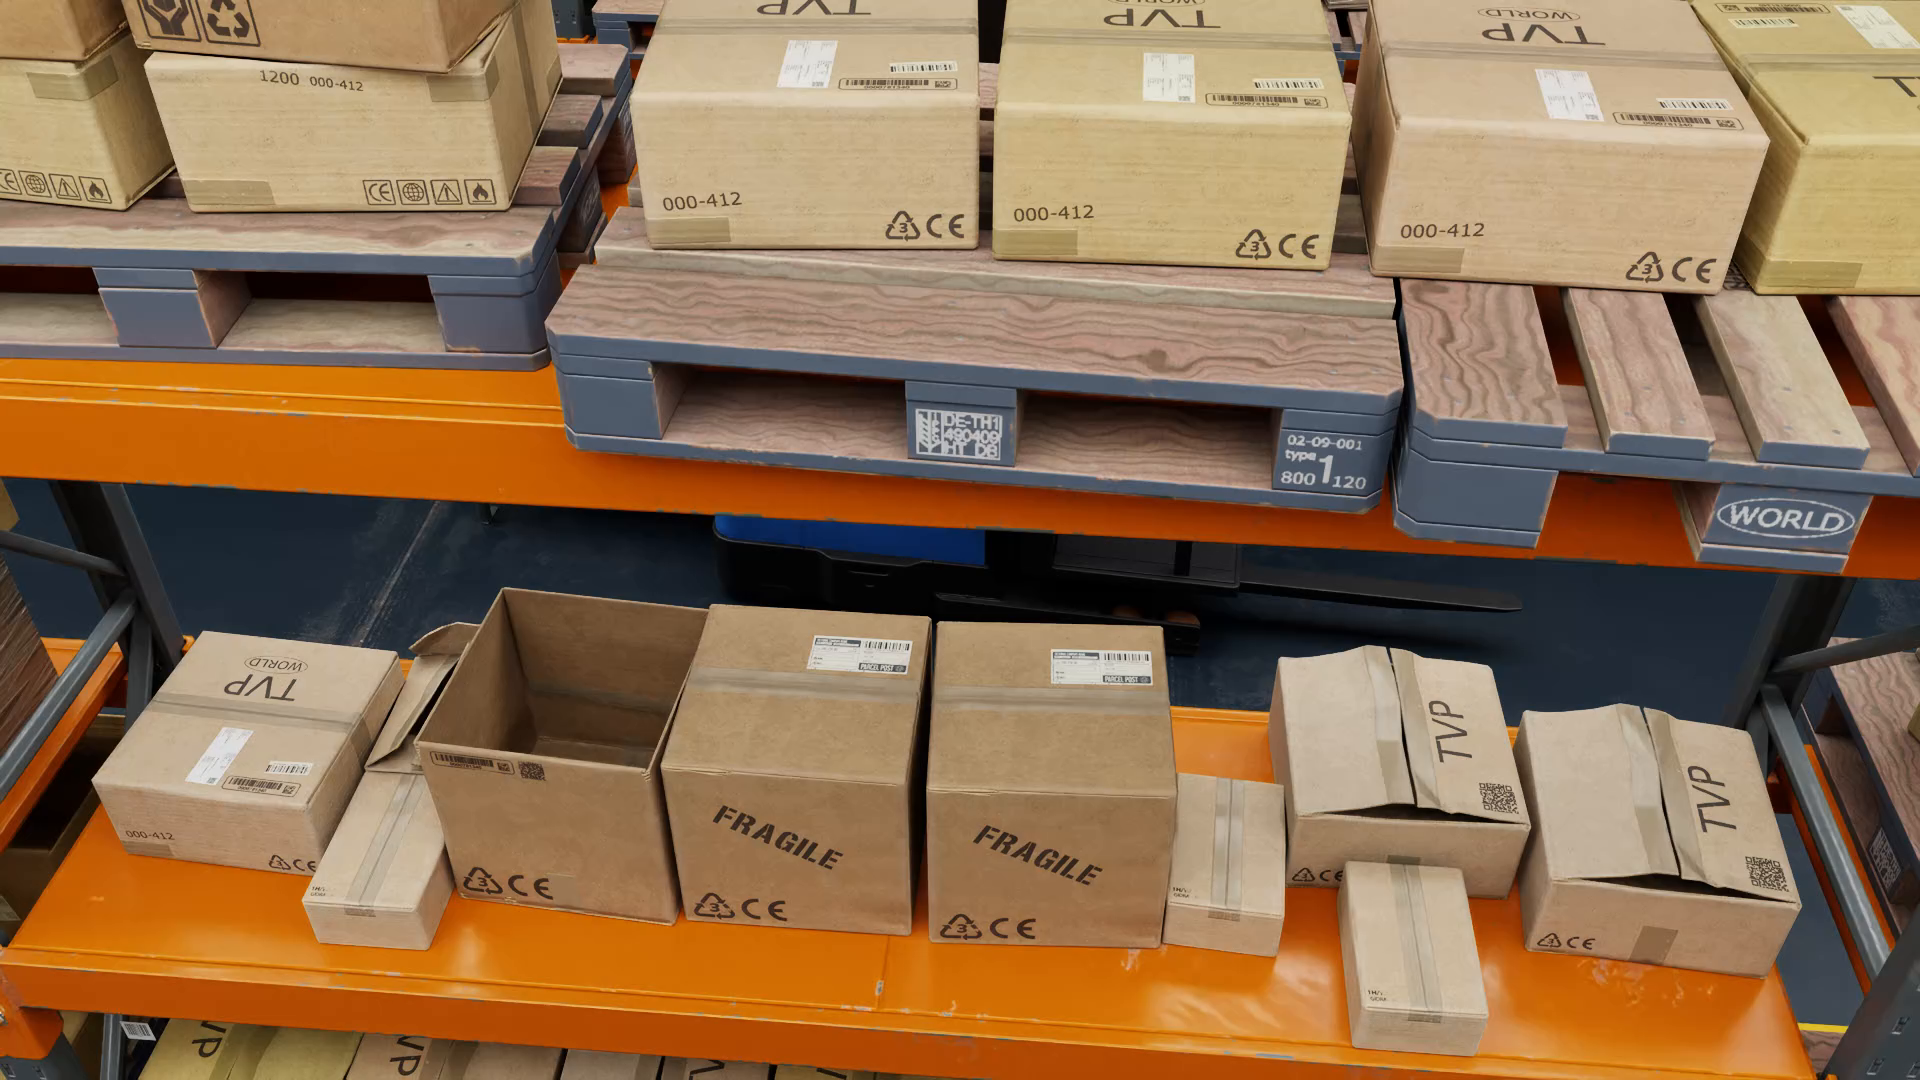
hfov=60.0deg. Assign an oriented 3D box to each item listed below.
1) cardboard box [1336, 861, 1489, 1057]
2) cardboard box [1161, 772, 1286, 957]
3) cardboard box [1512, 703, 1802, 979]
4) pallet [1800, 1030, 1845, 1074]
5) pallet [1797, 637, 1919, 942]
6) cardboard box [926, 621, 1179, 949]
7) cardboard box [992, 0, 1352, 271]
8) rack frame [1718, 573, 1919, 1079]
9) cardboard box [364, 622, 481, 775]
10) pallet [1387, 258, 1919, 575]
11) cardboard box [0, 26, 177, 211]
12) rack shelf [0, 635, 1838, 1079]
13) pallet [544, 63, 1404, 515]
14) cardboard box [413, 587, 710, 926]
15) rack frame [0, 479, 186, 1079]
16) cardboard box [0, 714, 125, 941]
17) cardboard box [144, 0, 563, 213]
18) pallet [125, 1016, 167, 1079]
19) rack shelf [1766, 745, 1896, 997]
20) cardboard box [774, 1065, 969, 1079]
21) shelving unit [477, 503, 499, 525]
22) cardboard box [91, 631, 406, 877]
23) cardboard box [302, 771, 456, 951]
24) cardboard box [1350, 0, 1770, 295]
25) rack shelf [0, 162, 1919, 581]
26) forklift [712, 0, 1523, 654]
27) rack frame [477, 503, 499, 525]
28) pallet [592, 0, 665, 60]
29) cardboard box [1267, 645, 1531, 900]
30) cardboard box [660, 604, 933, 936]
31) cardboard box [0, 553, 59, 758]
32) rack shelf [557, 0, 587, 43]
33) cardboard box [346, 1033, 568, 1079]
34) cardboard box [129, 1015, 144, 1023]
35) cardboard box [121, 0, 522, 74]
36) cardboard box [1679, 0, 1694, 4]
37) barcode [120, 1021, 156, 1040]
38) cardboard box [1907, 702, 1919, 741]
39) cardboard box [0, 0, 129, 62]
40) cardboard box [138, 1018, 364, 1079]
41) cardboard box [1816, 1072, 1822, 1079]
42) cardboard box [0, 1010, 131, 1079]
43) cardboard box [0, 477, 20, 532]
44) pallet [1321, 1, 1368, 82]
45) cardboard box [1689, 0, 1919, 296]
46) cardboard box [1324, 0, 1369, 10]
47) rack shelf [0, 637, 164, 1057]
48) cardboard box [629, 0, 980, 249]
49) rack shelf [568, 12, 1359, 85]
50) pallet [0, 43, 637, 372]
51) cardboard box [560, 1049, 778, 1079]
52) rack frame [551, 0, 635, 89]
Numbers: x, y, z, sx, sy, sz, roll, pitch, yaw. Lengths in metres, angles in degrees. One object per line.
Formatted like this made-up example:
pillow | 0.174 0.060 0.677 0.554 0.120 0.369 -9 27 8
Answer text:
cardboard box | 0.944 0.874 3.499 0.250 0.149 0.380 3 39 4
cardboard box | 0.588 0.715 3.694 0.250 0.149 0.380 6 40 7
cardboard box | 1.505 0.639 3.659 0.500 0.311 0.500 5 39 7
pallet | 2.604 1.798 4.374 1.213 0.211 1.003 3 39 4
pallet | 2.545 0.719 3.642 1.003 0.211 1.213 3 39 4
cardboard box | 0.191 0.532 3.641 0.500 0.500 0.500 1 39 1
cardboard box | 0.314 -0.661 2.596 0.500 0.250 0.500 2 39 3
rack frame | 1.864 0.652 3.573 0.127 3.000 1.000 3 39 4
cardboard box | -1.230 0.419 3.966 0.258 0.266 0.396 2 39 3
pallet | 1.180 -0.419 2.662 1.003 0.211 1.213 5 39 6
cardboard box | -1.508 -0.794 2.760 0.500 0.250 0.500 7 40 8
rack shelf | -0.129 0.822 3.934 4.000 0.370 1.077 3 39 4
pallet | 0.066 -0.478 2.734 1.213 0.211 1.003 5 39 6
cardboard box | -0.833 0.476 3.710 0.500 0.500 0.500 6 40 7
rack frame | -2.121 0.434 3.841 0.127 3.000 1.000 3 39 4
cardboard box | -2.556 0.825 4.612 0.500 0.500 0.500 3 39 4
cardboard box | -0.961 -0.766 2.725 0.500 0.250 0.500 0 39 -1
pallet | -2.910 1.446 4.806 1.213 0.211 1.003 3 39 4
rack shelf | 3.856 1.040 3.666 4.000 0.370 1.077 3 39 4
cardboard box | -0.199 1.382 4.077 0.500 0.311 0.500 4 39 5
shelving unit | -1.408 -0.749 6.482 1.048 1.500 0.538 6 40 7
cardboard box | -1.627 0.492 3.889 0.500 0.250 0.500 5 39 7
cardboard box | -1.256 0.708 3.703 0.250 0.149 0.380 3 39 4
cardboard box | 0.883 -0.623 2.549 0.500 0.250 0.500 4 39 5
rack shelf | -0.129 -0.341 2.987 4.000 0.370 1.077 3 39 4
forklift | 0.621 -1.073 5.746 3.031 2.935 1.130 6 40 7
rack frame | -1.910 -0.801 6.546 0.032 1.500 0.500 6 40 7
pallet | -0.949 -2.474 7.565 1.213 0.211 1.003 3 39 4
cardboard box | 0.989 0.516 3.811 0.500 0.311 0.500 3 39 3
cardboard box | -0.334 0.503 3.676 0.500 0.500 0.500 3 39 4
cardboard box | -2.564 0.375 3.834 0.500 0.500 0.700 2 39 3
rack shelf | -3.690 -2.512 8.029 4.000 0.370 1.077 3 39 4
cardboard box | -1.233 1.330 4.141 0.500 0.311 0.500 3 39 3
cardboard box | -2.557 1.122 4.841 0.500 0.250 0.500 3 39 4
cardboard box | -0.941 -1.050 2.480 0.500 0.500 0.500 7 40 8
cardboard box | 3.270 -2.404 6.996 0.500 0.500 0.500 4 39 5
barcode | -1.903 1.136 3.849 0.075 0.075 0.001 3 39 4
cardboard box | 2.501 0.414 3.454 0.500 0.500 0.700 -9 40 -11
cardboard box | -1.510 -1.066 2.500 0.500 0.500 0.500 4 39 4
cardboard box | -1.731 1.299 4.179 0.500 0.311 0.500 3 39 4
cardboard box | 2.293 1.655 3.972 0.500 0.500 0.500 5 39 6
cardboard box | -2.602 1.450 4.438 0.500 0.250 0.500 3 39 4
cardboard box | -2.372 0.007 3.772 0.250 0.149 0.380 3 39 4
pallet | 1.568 -2.361 7.427 1.003 0.211 1.213 3 39 4
cardboard box | 1.407 -0.605 2.528 0.500 0.250 0.500 0 39 1
cardboard box | 1.818 -2.692 7.254 0.500 0.500 0.700 -1 39 -1
rack shelf | -4.114 0.604 4.201 4.000 0.370 1.077 3 39 4
cardboard box | -0.222 -0.691 2.633 0.500 0.250 0.500 0 39 0
rack shelf | 0.295 -2.294 7.762 4.000 0.370 1.077 3 39 4
pallet | -1.241 -0.615 2.905 1.217 0.209 0.805 2 39 2
cardboard box | -0.717 1.357 4.108 0.500 0.311 0.500 2 39 2
rack frame | -1.698 -2.682 7.668 0.127 3.000 1.000 3 39 4
